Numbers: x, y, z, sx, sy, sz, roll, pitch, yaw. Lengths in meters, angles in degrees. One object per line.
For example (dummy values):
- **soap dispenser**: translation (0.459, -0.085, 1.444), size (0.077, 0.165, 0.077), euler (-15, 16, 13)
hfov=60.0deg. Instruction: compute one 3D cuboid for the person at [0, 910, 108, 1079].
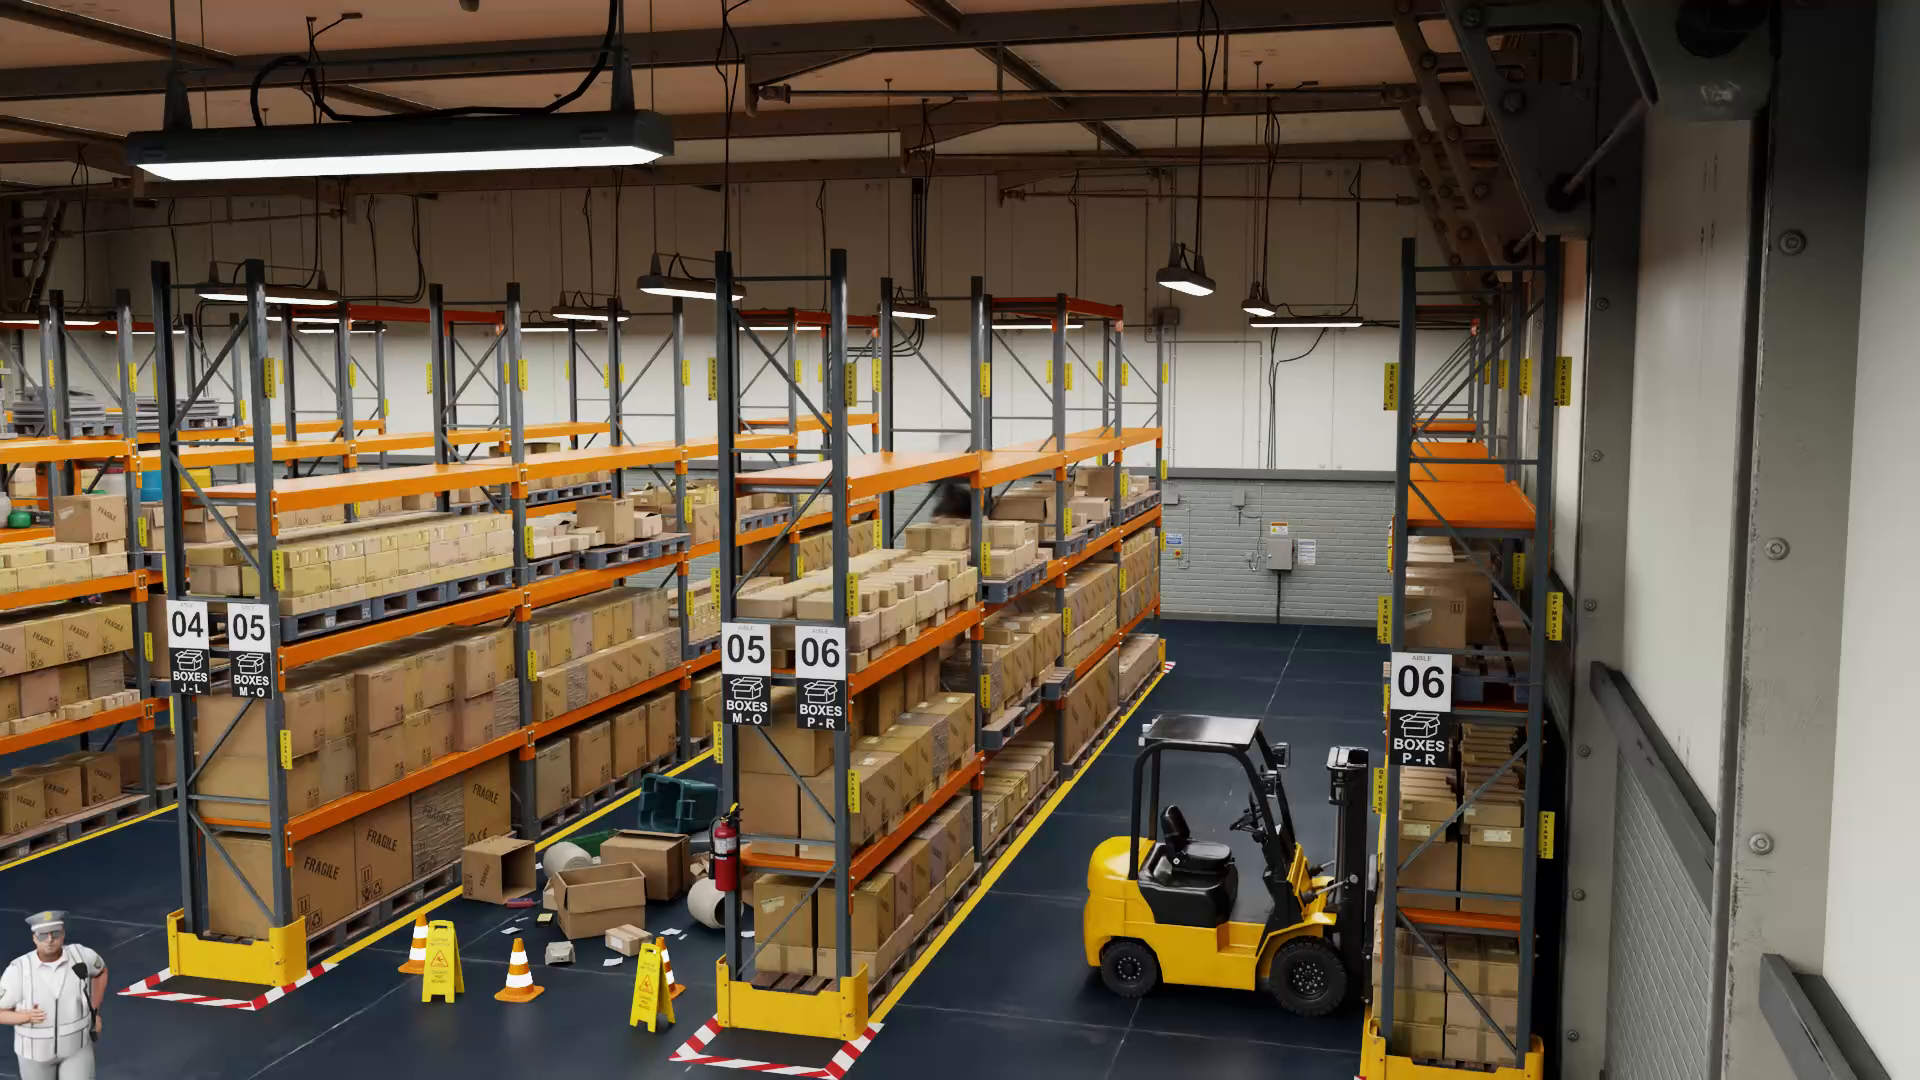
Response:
- **person**: translation (-5.632, 3.181, 10.355), size (0.647, 1.825, 0.823), euler (-4, 7, -31)
